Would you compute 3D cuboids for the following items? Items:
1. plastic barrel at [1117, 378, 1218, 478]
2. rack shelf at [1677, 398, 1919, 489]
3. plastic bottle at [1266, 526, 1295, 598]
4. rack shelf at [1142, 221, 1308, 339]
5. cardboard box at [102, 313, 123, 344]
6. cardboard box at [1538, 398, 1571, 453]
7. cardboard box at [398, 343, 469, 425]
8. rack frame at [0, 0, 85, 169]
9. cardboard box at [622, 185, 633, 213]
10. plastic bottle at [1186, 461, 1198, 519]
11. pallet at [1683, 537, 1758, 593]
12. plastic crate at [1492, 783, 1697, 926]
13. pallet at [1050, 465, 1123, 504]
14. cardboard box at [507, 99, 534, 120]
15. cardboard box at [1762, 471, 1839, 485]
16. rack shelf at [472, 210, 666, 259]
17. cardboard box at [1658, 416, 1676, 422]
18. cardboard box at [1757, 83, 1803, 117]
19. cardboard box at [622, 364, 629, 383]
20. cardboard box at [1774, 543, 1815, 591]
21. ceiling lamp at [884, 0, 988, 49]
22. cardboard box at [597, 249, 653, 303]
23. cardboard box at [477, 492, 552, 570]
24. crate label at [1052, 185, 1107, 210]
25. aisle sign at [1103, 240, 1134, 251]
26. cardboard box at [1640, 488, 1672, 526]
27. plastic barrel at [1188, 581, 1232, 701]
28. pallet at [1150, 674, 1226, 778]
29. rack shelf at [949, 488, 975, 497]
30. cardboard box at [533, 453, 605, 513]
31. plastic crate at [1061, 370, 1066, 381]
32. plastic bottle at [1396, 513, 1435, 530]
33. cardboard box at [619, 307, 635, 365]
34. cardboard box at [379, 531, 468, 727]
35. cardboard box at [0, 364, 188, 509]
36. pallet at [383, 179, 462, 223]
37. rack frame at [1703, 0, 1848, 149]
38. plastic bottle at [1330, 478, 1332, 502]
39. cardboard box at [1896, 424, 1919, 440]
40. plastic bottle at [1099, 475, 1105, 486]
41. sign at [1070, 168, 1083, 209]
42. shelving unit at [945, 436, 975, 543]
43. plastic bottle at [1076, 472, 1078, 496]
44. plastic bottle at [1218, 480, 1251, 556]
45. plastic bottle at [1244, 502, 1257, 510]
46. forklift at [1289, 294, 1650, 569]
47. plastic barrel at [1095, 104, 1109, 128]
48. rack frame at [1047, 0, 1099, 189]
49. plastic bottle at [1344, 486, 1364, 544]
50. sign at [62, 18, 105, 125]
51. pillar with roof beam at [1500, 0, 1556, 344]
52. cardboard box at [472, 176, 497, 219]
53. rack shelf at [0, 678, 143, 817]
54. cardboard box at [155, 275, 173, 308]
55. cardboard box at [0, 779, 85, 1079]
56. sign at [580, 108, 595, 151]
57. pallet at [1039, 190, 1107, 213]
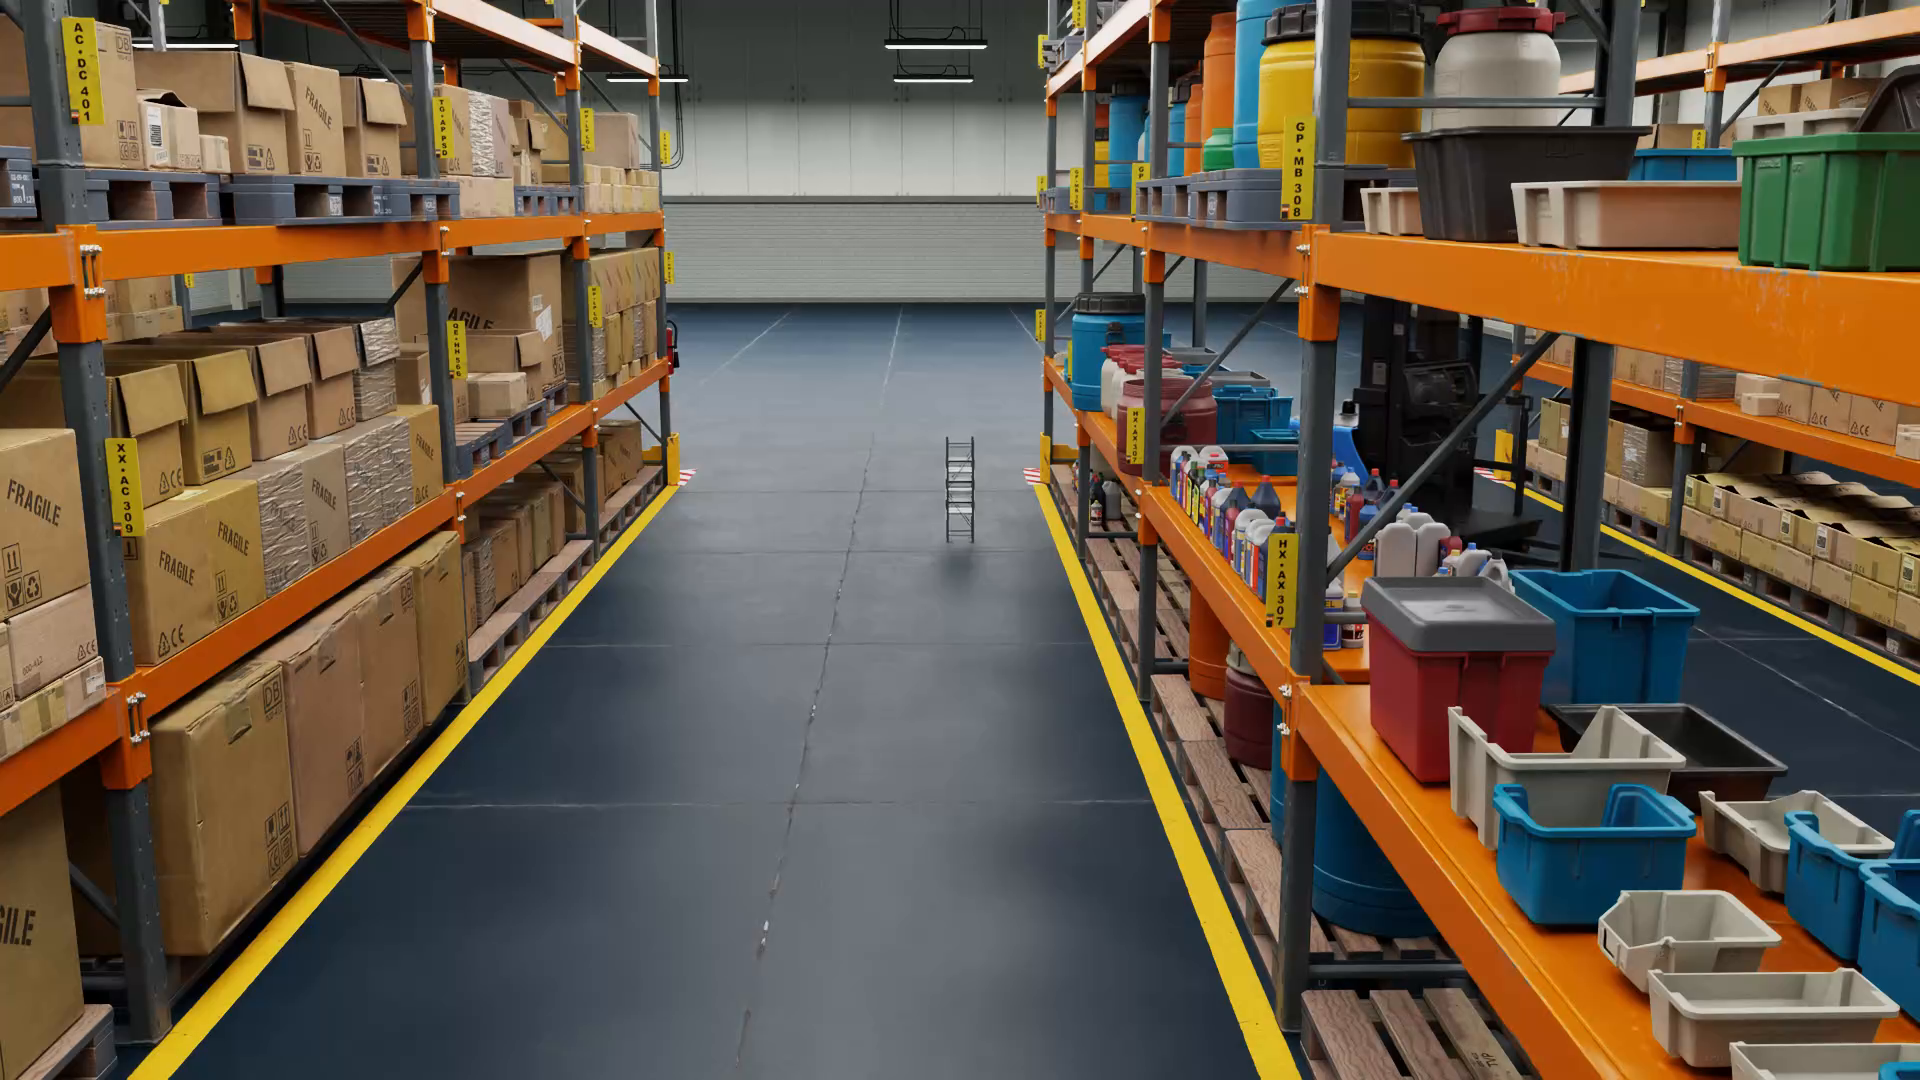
[{"bbox_3d":[1.246,-0.680,10.026,0.600,0.536,0.708,0,11,-1],"label":"plastic barrel"},{"bbox_3d":[6.470,-0.587,11.719,1.077,0.370,4.000,0,11,-1],"label":"rack shelf"},{"bbox_3d":[1.295,0.115,6.571,0.144,0.351,0.185,0,11,-1],"label":"plastic bottle"},{"bbox_3d":[1.600,-1.243,7.405,1.077,0.370,4.000,0,11,-1],"label":"rack shelf"},{"bbox_3d":[-8.548,-1.871,15.861,0.875,0.550,0.550,0,11,-1],"label":"cardboard box"},{"bbox_3d":[6.147,-1.151,16.664,0.500,0.500,0.500,0,11,-1],"label":"cardboard box"},{"bbox_3d":[-3.556,-0.975,10.513,0.700,0.500,0.500,1,12,7],"label":"cardboard box"},{"bbox_3d":[-3.311,-2.647,4.975,1.000,3.000,0.127,0,11,-1],"label":"rack frame"},{"bbox_3d":[-3.264,-3.093,15.095,0.500,0.250,0.500,0,11,-2],"label":"cardboard box"},{"bbox_3d":[1.211,-0.259,8.587,0.061,0.283,0.133,0,11,-1],"label":"plastic bottle"},{"bbox_3d":[6.482,0.175,13.163,1.003,0.211,1.213,0,11,-1],"label":"pallet"},{"bbox_3d":[1.425,0.713,3.771,0.416,0.233,0.300,0,11,-1],"label":"plastic crate"},{"bbox_3d":[1.453,-0.570,16.838,1.003,0.211,1.213,0,11,-1],"label":"pallet"},{"bbox_3d":[-3.740,-3.296,13.459,0.500,0.500,0.500,-1,11,-3],"label":"cardboard box"},{"bbox_3d":[6.723,-0.391,13.392,0.500,0.311,0.500,0,11,-1],"label":"cardboard box"},{"bbox_3d":[-3.517,-2.813,15.143,1.077,0.370,4.000,0,11,-1],"label":"rack shelf"},{"bbox_3d":[6.711,-0.855,15.205,0.500,0.500,0.500,0,11,-1],"label":"cardboard box"},{"bbox_3d":[6.402,-3.185,12.603,0.500,0.500,0.500,0,11,0],"label":"cardboard box"},{"bbox_3d":[-3.224,-1.516,15.122,0.380,0.149,0.250,0,11,-1],"label":"cardboard box"},{"bbox_3d":[6.221,0.191,11.932,0.500,0.250,0.500,0,11,0],"label":"cardboard box"},{"bbox_3d":[-0.472,-11.153,32.219,2.000,3.185,0.800,0,11,-1],"label":"ceiling lamp"},{"bbox_3d":[-3.284,-2.570,16.167,0.500,0.500,0.500,0,11,-1],"label":"cardboard box"},{"bbox_3d":[-3.494,-0.071,12.545,0.700,0.500,0.500,0,11,-2],"label":"cardboard box"},{"bbox_3d":[1.102,-3.137,15.306,0.502,0.251,0.408,0,11,-1],"label":"crate label"},{"bbox_3d":[1.689,-3.403,17.248,0.394,0.787,0.004,0,11,-1],"label":"aisle sign"},{"bbox_3d":[6.200,-0.287,14.289,0.500,0.250,0.500,0,11,-1],"label":"cardboard box"},{"bbox_3d":[1.586,0.432,9.286,0.600,0.830,0.708,0,11,-1],"label":"plastic barrel"},{"bbox_3d":[1.617,1.000,9.097,1.003,0.211,1.213,0,11,-1],"label":"pallet"},{"bbox_3d":[0.000,-0.407,14.468,0.258,0.077,0.200,0,11,-1],"label":"rack shelf"},{"bbox_3d":[-3.464,-0.472,14.571,0.500,0.500,0.500,4,12,17],"label":"cardboard box"},{"bbox_3d":[1.189,-1.510,15.123,0.530,0.136,0.437,0,11,-1],"label":"plastic crate"},{"bbox_3d":[1.989,0.009,7.280,0.152,0.276,0.135,0,11,-1],"label":"plastic bottle"},{"bbox_3d":[-3.479,-1.880,15.282,0.875,0.500,0.500,0,11,-1],"label":"cardboard box"},{"bbox_3d":[-3.400,0.470,8.984,1.225,0.875,0.875,-1,11,-4],"label":"cardboard box"},{"bbox_3d":[-3.332,-0.375,6.088,0.797,0.503,0.637,-1,11,-3],"label":"cardboard box"},{"bbox_3d":[-3.327,-1.752,8.582,1.213,0.211,1.003,0,11,1],"label":"pallet"},{"bbox_3d":[6.428,-4.278,13.011,1.000,3.000,0.127,0,11,-1],"label":"rack frame"},{"bbox_3d":[1.984,-0.258,8.789,0.097,0.201,0.097,0,11,0],"label":"plastic bottle"},{"bbox_3d":[6.428,-0.672,10.961,0.380,0.149,0.250,1,11,3],"label":"cardboard box"},{"bbox_3d":[1.266,-0.437,14.894,0.061,0.283,0.133,0,11,-1],"label":"plastic bottle"},{"bbox_3d":[0.926,-2.792,13.211,0.100,0.325,0.005,0,11,-1],"label":"sign"},{"bbox_3d":[0.000,-0.439,14.462,0.258,0.900,0.210,0,11,-1],"label":"shelving unit"},{"bbox_3d":[1.128,-0.542,15.441,0.097,0.271,0.097,0,11,0],"label":"plastic bottle"},{"bbox_3d":[1.272,-0.104,7.650,0.144,0.351,0.185,0,11,-1],"label":"plastic bottle"},{"bbox_3d":[1.313,-0.037,7.521,0.097,0.271,0.097,0,11,0],"label":"plastic bottle"},{"bbox_3d":[4.058,-1.262,13.408,1.130,2.935,3.031,-9,15,-38],"label":"forklift"},{"bbox_3d":[1.530,-3.903,16.574,0.600,0.830,0.708,0,11,-1],"label":"plastic barrel"},{"bbox_3d":[1.393,-5.053,16.834,1.000,3.000,0.127,0,11,-1],"label":"rack frame"},{"bbox_3d":[1.877,-0.122,7.911,0.061,0.283,0.133,0,11,-1],"label":"plastic bottle"},{"bbox_3d":[-2.756,-1.472,5.227,0.100,0.325,0.005,0,11,-1],"label":"sign"},{"bbox_3d":[7.501,-8.519,33.915,9.100,9.000,0.548,0,11,-1],"label":"pillar with roof beam"},{"bbox_3d":[-3.159,-2.095,10.176,0.500,0.250,0.500,0,11,0],"label":"cardboard box"},{"bbox_3d":[-3.269,1.043,3.684,1.077,0.370,4.000,0,11,-1],"label":"rack shelf"},{"bbox_3d":[-8.551,-2.621,16.842,0.875,0.550,0.550,0,11,-1],"label":"cardboard box"},{"bbox_3d":[-3.377,1.260,5.093,0.875,0.875,0.875,0,11,-1],"label":"cardboard box"},{"bbox_3d":[-2.921,-3.217,13.036,0.100,0.325,0.005,0,11,-1],"label":"sign"},{"bbox_3d":[1.313,-3.326,16.338,1.003,0.211,1.213,0,11,-1],"label":"pallet"}]
